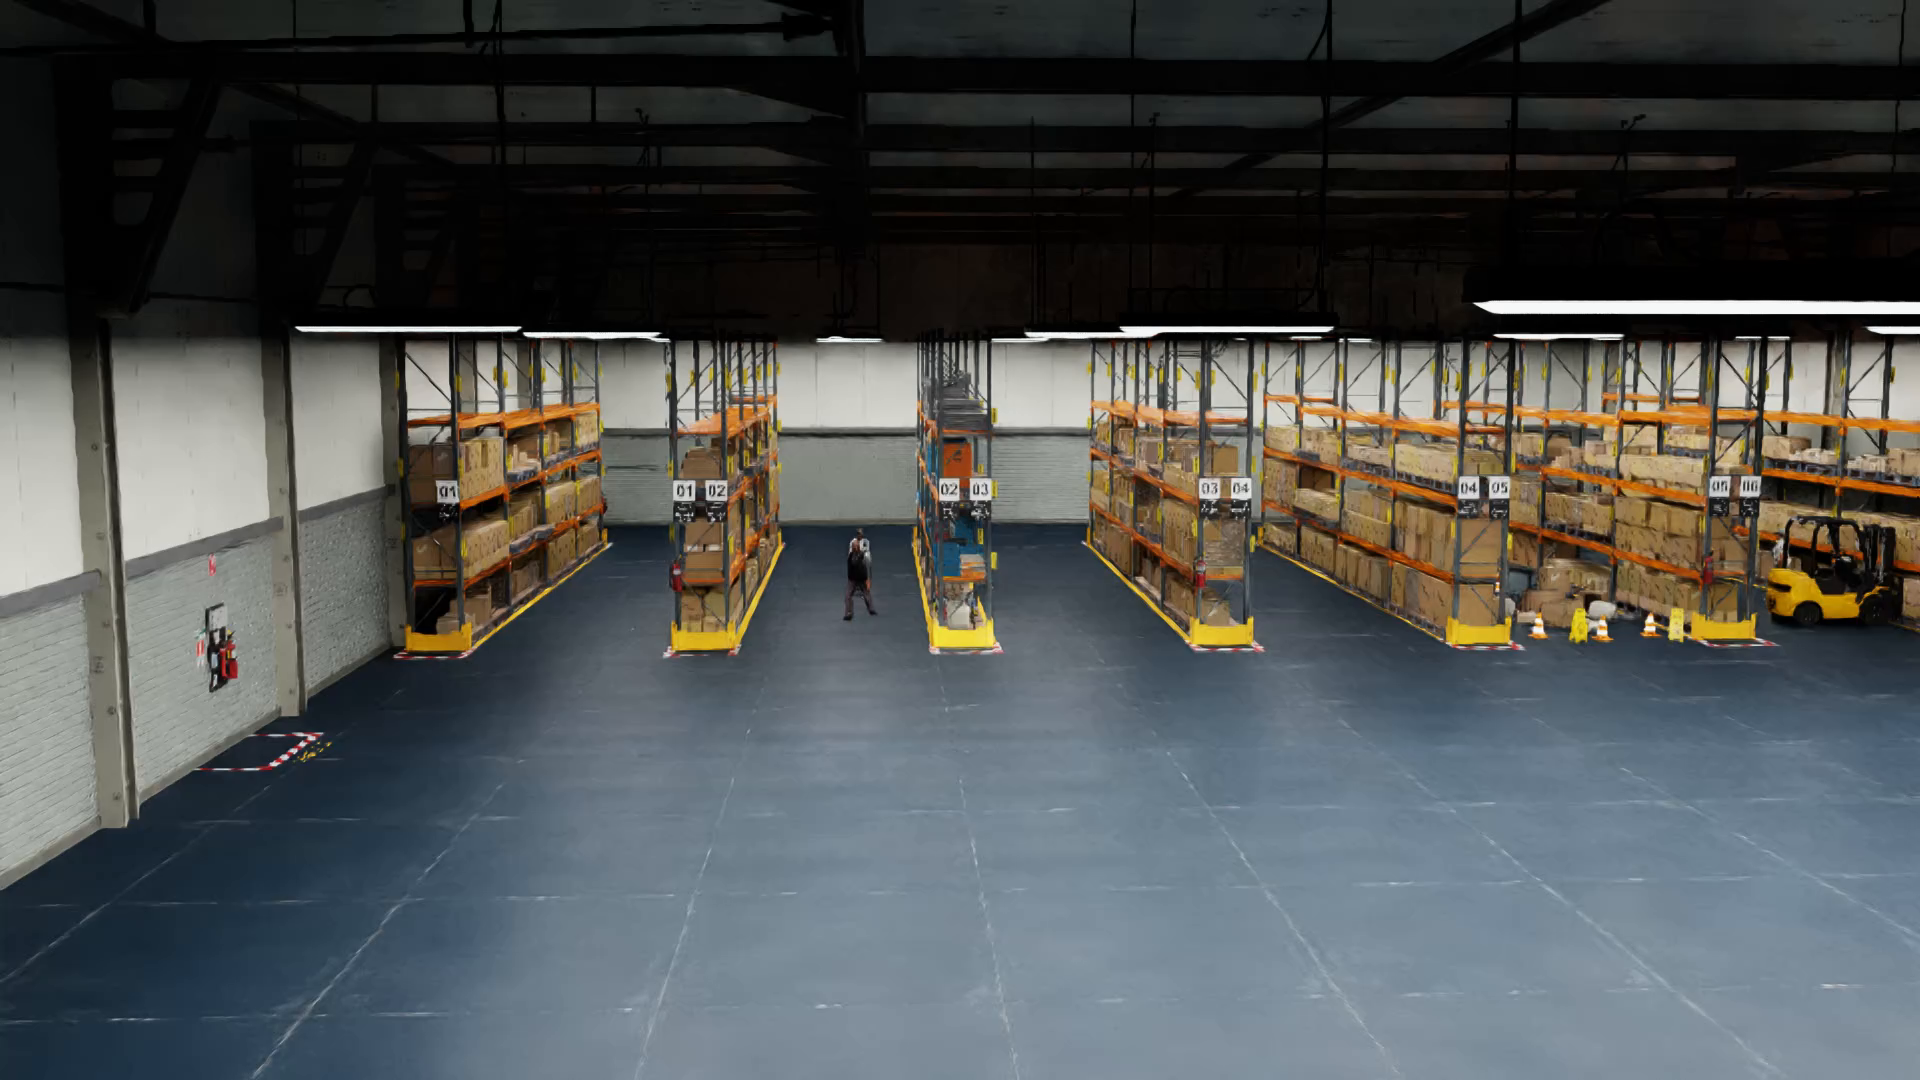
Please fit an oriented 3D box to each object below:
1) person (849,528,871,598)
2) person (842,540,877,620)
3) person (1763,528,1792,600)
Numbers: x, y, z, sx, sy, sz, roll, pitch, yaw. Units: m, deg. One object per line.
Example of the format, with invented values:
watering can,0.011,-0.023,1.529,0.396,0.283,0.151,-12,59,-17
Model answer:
person,-2.262,0.493,37.555,0.495,1.589,1.086,0,7,-1
person,-2.097,0.822,34.652,0.572,1.669,0.954,2,7,17
person,18.102,0.563,36.733,0.565,1.657,0.611,3,7,23
